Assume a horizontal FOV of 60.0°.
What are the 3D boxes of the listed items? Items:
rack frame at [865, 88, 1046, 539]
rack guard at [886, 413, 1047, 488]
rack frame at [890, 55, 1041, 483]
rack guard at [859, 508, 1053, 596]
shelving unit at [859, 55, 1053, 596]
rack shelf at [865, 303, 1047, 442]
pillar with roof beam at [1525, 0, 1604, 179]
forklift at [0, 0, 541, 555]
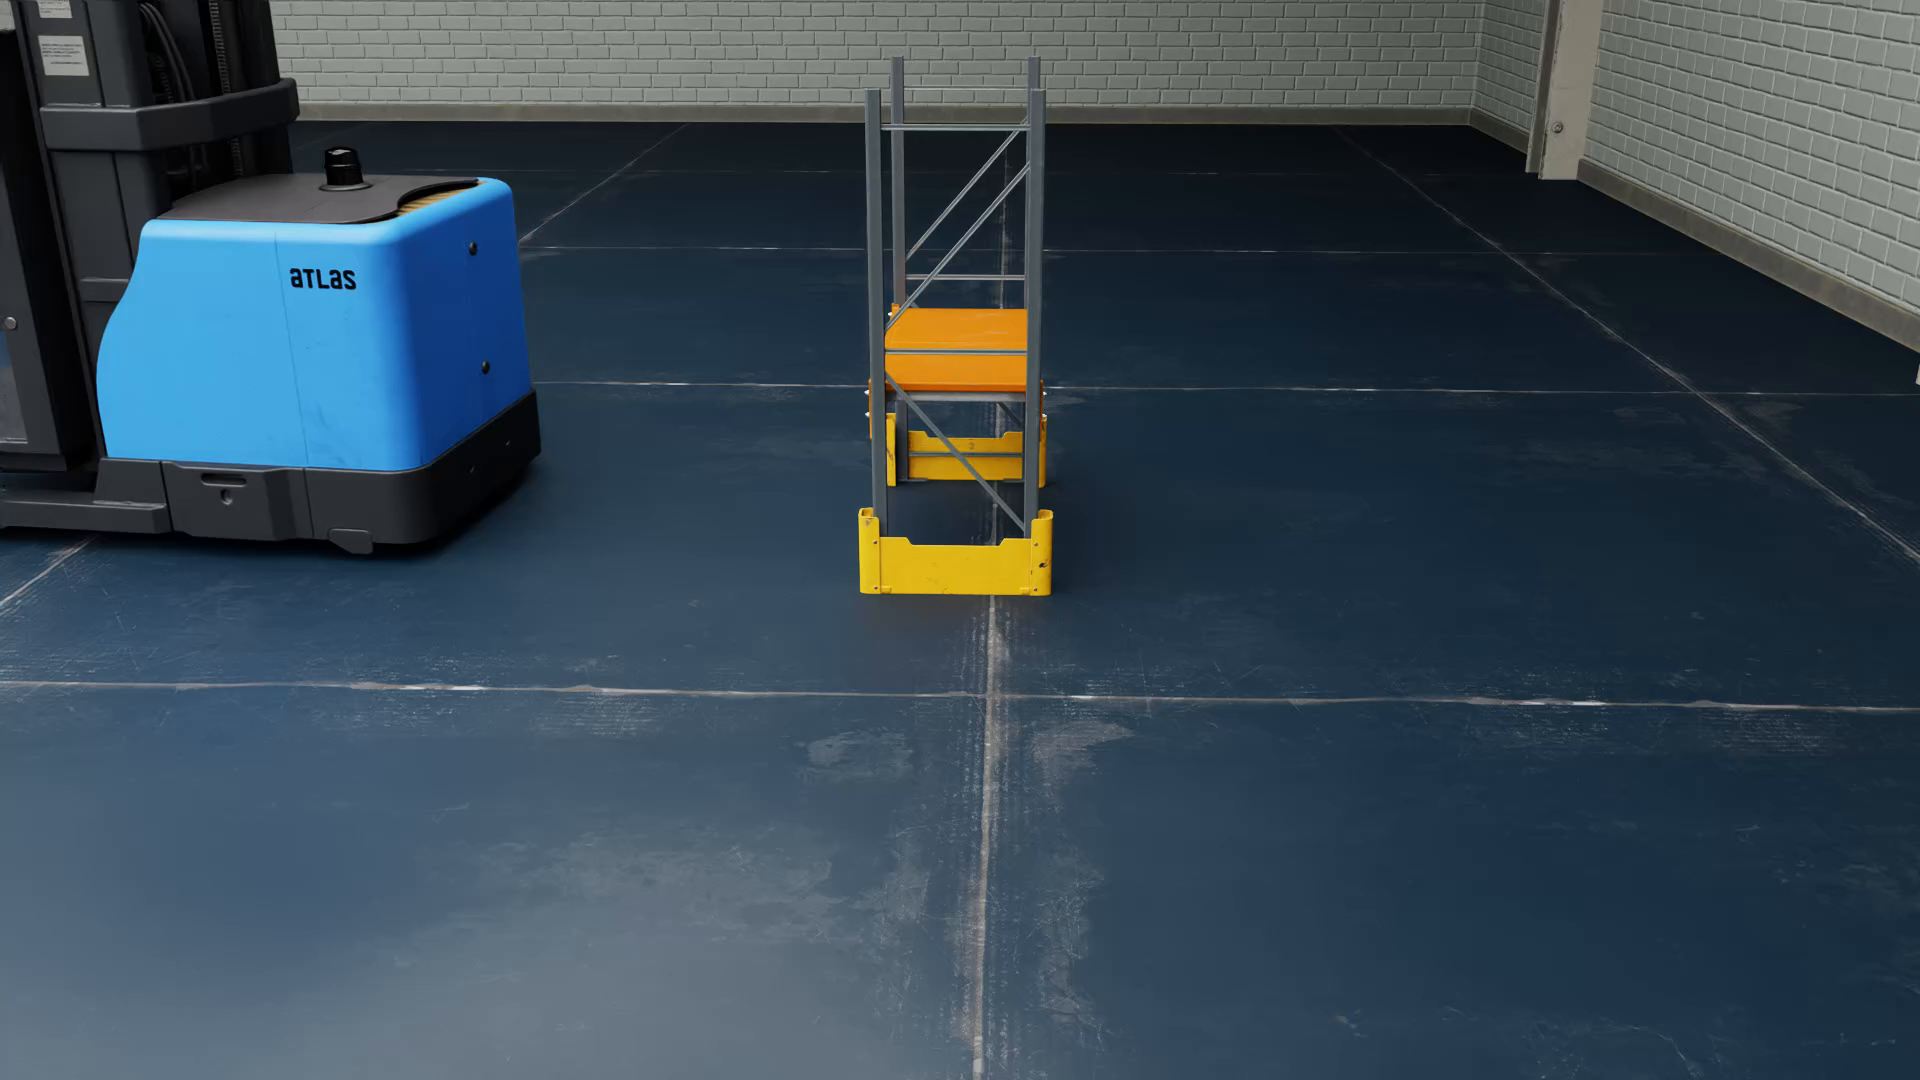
[{"bbox_3d":[-0.013,-0.546,4.863,0.500,1.500,0.032,1,21,2],"label":"rack frame"},{"bbox_3d":[0.017,-0.324,6.019,0.587,0.250,0.087,1,21,2],"label":"rack guard"},{"bbox_3d":[0.018,-0.914,5.811,0.500,1.500,0.032,1,21,2],"label":"rack frame"},{"bbox_3d":[-0.013,0.036,5.091,0.587,0.250,0.087,1,21,2],"label":"rack guard"},{"bbox_3d":[0.002,-0.727,5.329,0.587,1.500,1.083,1,21,2],"label":"shelving unit"},{"bbox_3d":[0.003,-0.562,5.402,0.538,0.185,1.000,1,21,2],"label":"rack shelf"},{"bbox_3d":[0.231,-7.033,11.216,9.100,9.000,0.400,1,21,2],"label":"pillar with roof beam"},{"bbox_3d":[-3.115,-1.549,5.469,3.031,2.935,1.130,3,21,8],"label":"forklift"}]
